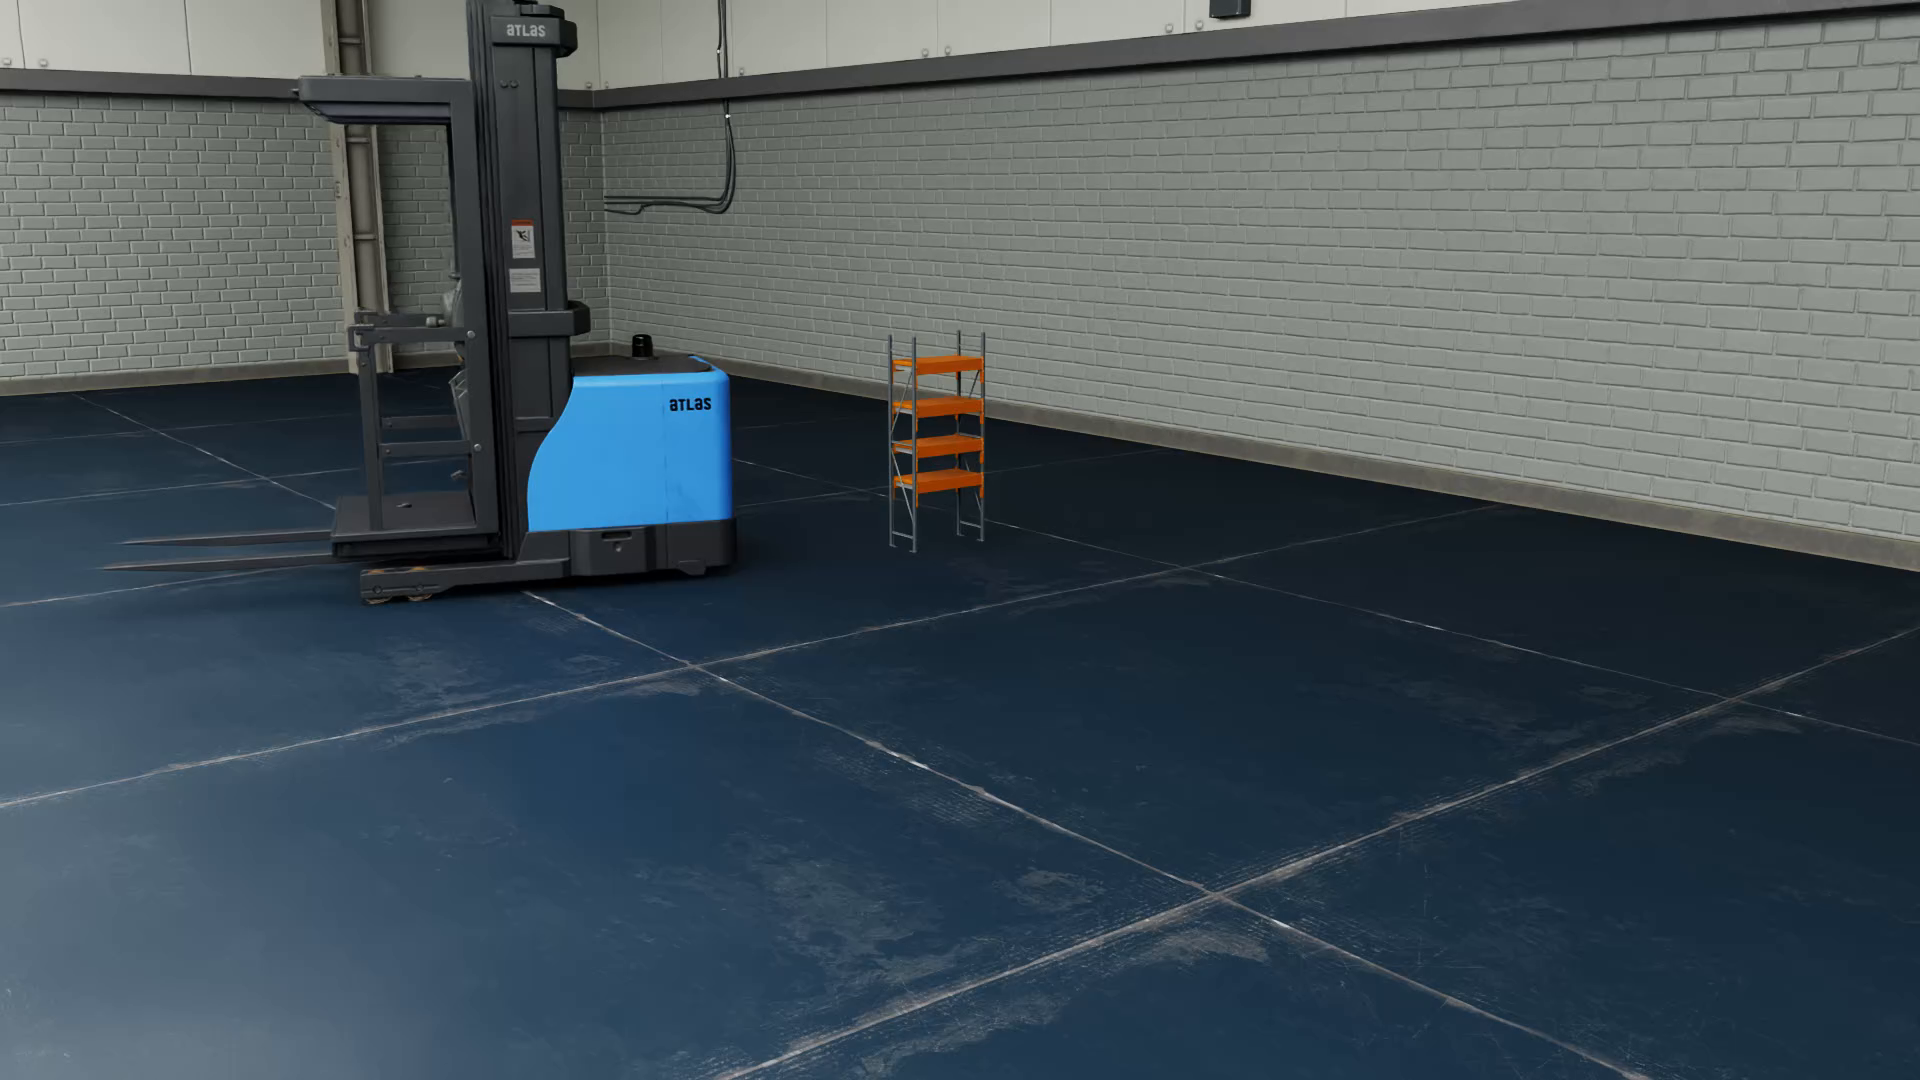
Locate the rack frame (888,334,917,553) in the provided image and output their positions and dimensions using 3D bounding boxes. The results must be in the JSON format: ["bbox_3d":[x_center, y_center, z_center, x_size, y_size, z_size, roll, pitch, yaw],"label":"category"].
[{"bbox_3d":[-0.320,-0.534,9.254,0.015,1.200,0.240,-9,15,-38],"label":"rack frame"}]

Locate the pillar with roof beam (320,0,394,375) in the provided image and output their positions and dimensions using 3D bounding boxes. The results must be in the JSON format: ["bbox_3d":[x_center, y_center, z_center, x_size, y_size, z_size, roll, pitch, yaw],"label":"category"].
[{"bbox_3d":[-3.801,-5.552,14.112,0.400,9.000,9.100,-9,15,-38],"label":"pillar with roof beam"}]

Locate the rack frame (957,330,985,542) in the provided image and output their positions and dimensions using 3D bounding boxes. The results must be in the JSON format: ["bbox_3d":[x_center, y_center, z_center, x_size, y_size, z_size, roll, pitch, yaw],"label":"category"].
[{"bbox_3d":[0.061,-0.597,9.552,0.015,1.200,0.240,-9,15,-38],"label":"rack frame"}]

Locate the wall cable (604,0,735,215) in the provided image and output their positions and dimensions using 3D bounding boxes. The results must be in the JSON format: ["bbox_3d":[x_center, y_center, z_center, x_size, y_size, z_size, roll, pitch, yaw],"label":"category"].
[{"bbox_3d":[-3.364,-4.899,18.513,0.112,2.526,3.097,-9,15,-38],"label":"wall cable"}]

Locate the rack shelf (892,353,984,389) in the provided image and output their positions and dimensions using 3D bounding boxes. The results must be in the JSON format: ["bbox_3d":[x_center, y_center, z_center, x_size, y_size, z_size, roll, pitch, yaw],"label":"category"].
[{"bbox_3d":[-0.129,-0.950,9.321,0.480,0.148,0.258,-9,15,-38],"label":"rack shelf"}]

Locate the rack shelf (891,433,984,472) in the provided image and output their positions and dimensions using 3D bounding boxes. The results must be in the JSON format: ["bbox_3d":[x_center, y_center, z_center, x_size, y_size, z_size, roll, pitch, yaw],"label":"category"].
[{"bbox_3d":[-0.129,-0.500,9.417,0.480,0.148,0.258,-9,15,-38],"label":"rack shelf"}]

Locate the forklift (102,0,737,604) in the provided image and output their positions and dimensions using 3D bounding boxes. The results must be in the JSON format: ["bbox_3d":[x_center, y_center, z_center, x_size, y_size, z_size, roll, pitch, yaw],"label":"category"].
[{"bbox_3d":[-2.748,-1.243,8.425,3.031,2.935,1.130,-4,13,-18],"label":"forklift"}]

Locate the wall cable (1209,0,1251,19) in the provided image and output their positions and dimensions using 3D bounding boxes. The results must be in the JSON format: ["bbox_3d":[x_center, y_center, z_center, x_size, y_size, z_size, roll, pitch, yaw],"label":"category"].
[{"bbox_3d":[2.554,-6.540,10.576,0.169,6.003,2.305,-9,15,-38],"label":"wall cable"}]

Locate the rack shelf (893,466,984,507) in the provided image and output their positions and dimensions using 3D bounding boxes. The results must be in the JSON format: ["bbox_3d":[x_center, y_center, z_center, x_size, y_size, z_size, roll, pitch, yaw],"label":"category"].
[{"bbox_3d":[-0.129,-0.305,9.458,0.480,0.148,0.258,-9,15,-38],"label":"rack shelf"}]

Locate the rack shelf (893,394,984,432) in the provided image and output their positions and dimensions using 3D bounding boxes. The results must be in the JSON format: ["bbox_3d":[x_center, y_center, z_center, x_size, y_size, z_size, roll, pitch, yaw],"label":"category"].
[{"bbox_3d":[-0.129,-0.718,9.371,0.480,0.148,0.258,-9,15,-38],"label":"rack shelf"}]

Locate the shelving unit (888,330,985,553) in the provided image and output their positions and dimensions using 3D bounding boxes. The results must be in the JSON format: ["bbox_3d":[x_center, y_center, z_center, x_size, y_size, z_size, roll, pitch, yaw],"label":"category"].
[{"bbox_3d":[-0.129,-0.565,9.403,0.503,1.200,0.258,-9,15,-38],"label":"shelving unit"}]
